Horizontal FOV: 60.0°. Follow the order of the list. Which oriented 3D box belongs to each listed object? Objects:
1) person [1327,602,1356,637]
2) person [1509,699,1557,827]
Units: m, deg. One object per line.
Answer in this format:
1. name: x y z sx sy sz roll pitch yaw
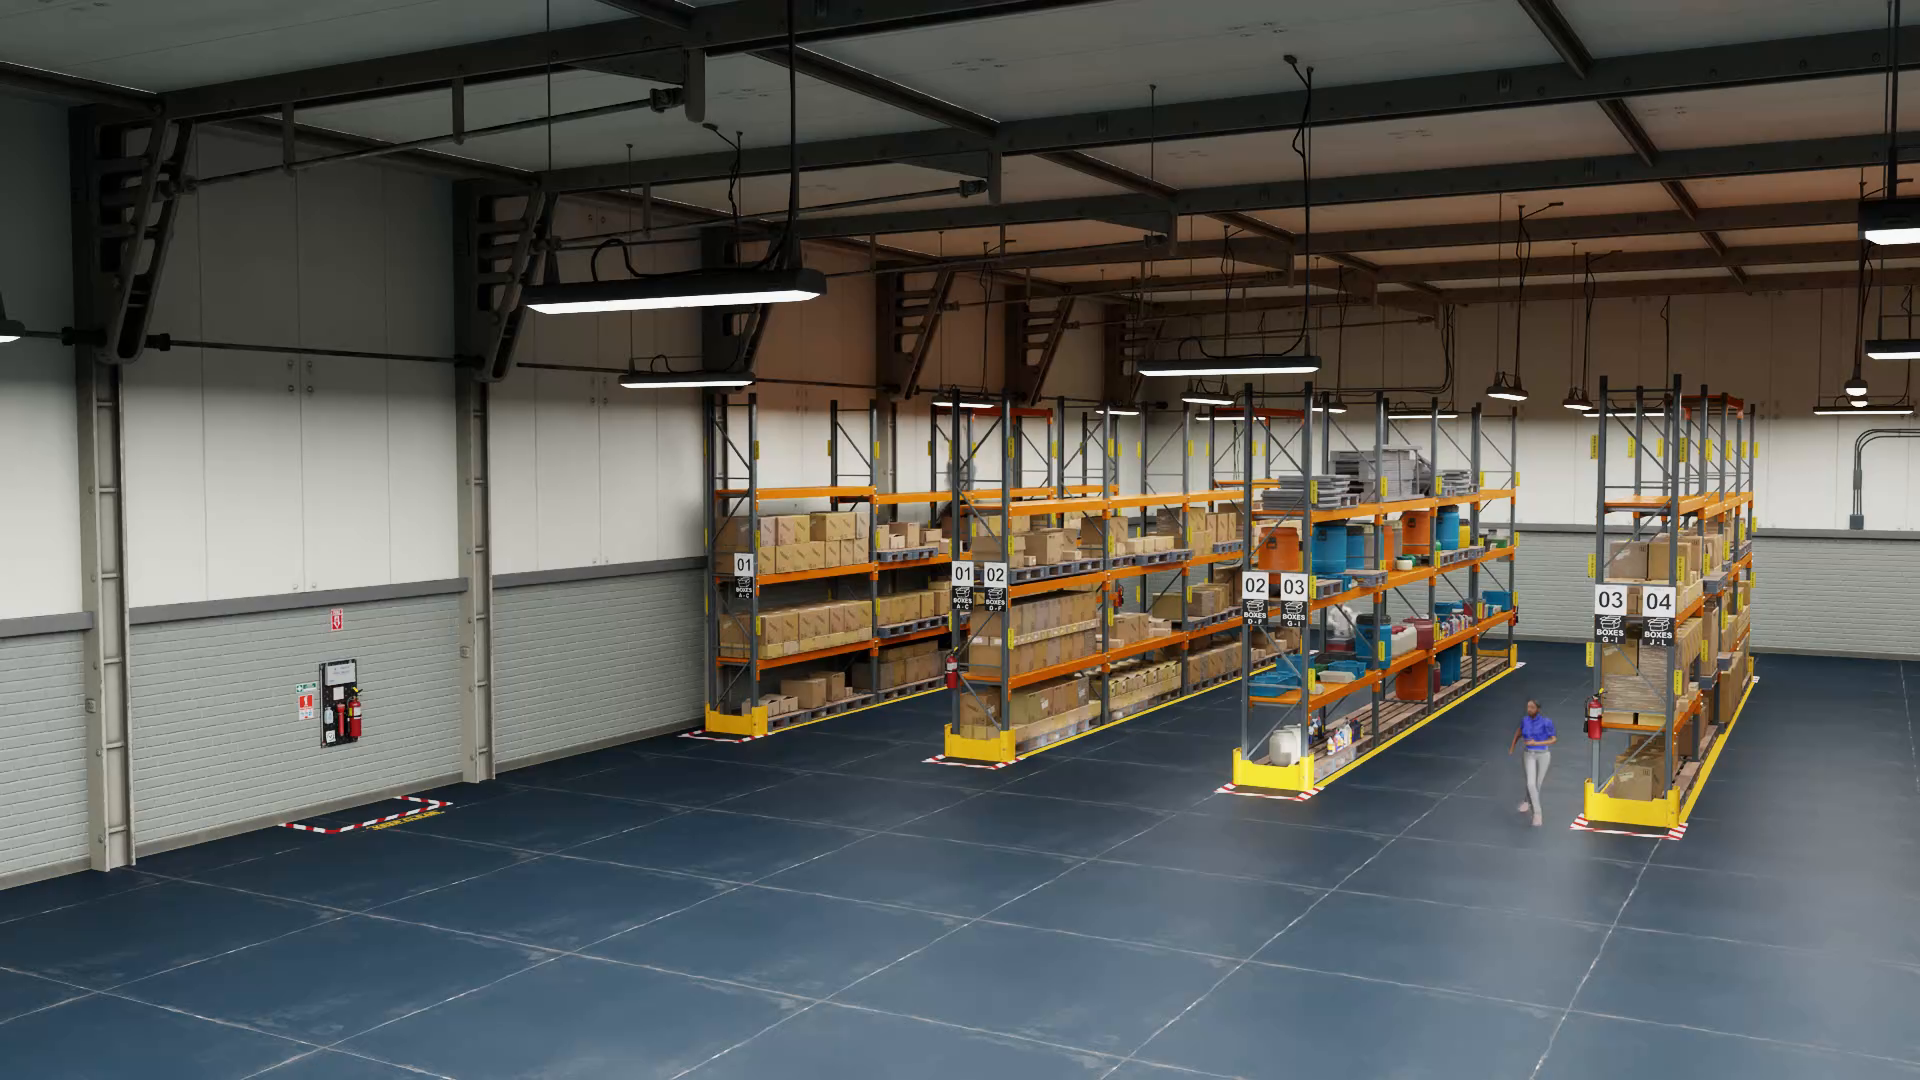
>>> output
1. person: 8.811 2.097 38.463 0.624 1.657 0.555 1 3 20
2. person: 7.733 2.987 22.487 0.653 1.664 0.802 2 4 28
